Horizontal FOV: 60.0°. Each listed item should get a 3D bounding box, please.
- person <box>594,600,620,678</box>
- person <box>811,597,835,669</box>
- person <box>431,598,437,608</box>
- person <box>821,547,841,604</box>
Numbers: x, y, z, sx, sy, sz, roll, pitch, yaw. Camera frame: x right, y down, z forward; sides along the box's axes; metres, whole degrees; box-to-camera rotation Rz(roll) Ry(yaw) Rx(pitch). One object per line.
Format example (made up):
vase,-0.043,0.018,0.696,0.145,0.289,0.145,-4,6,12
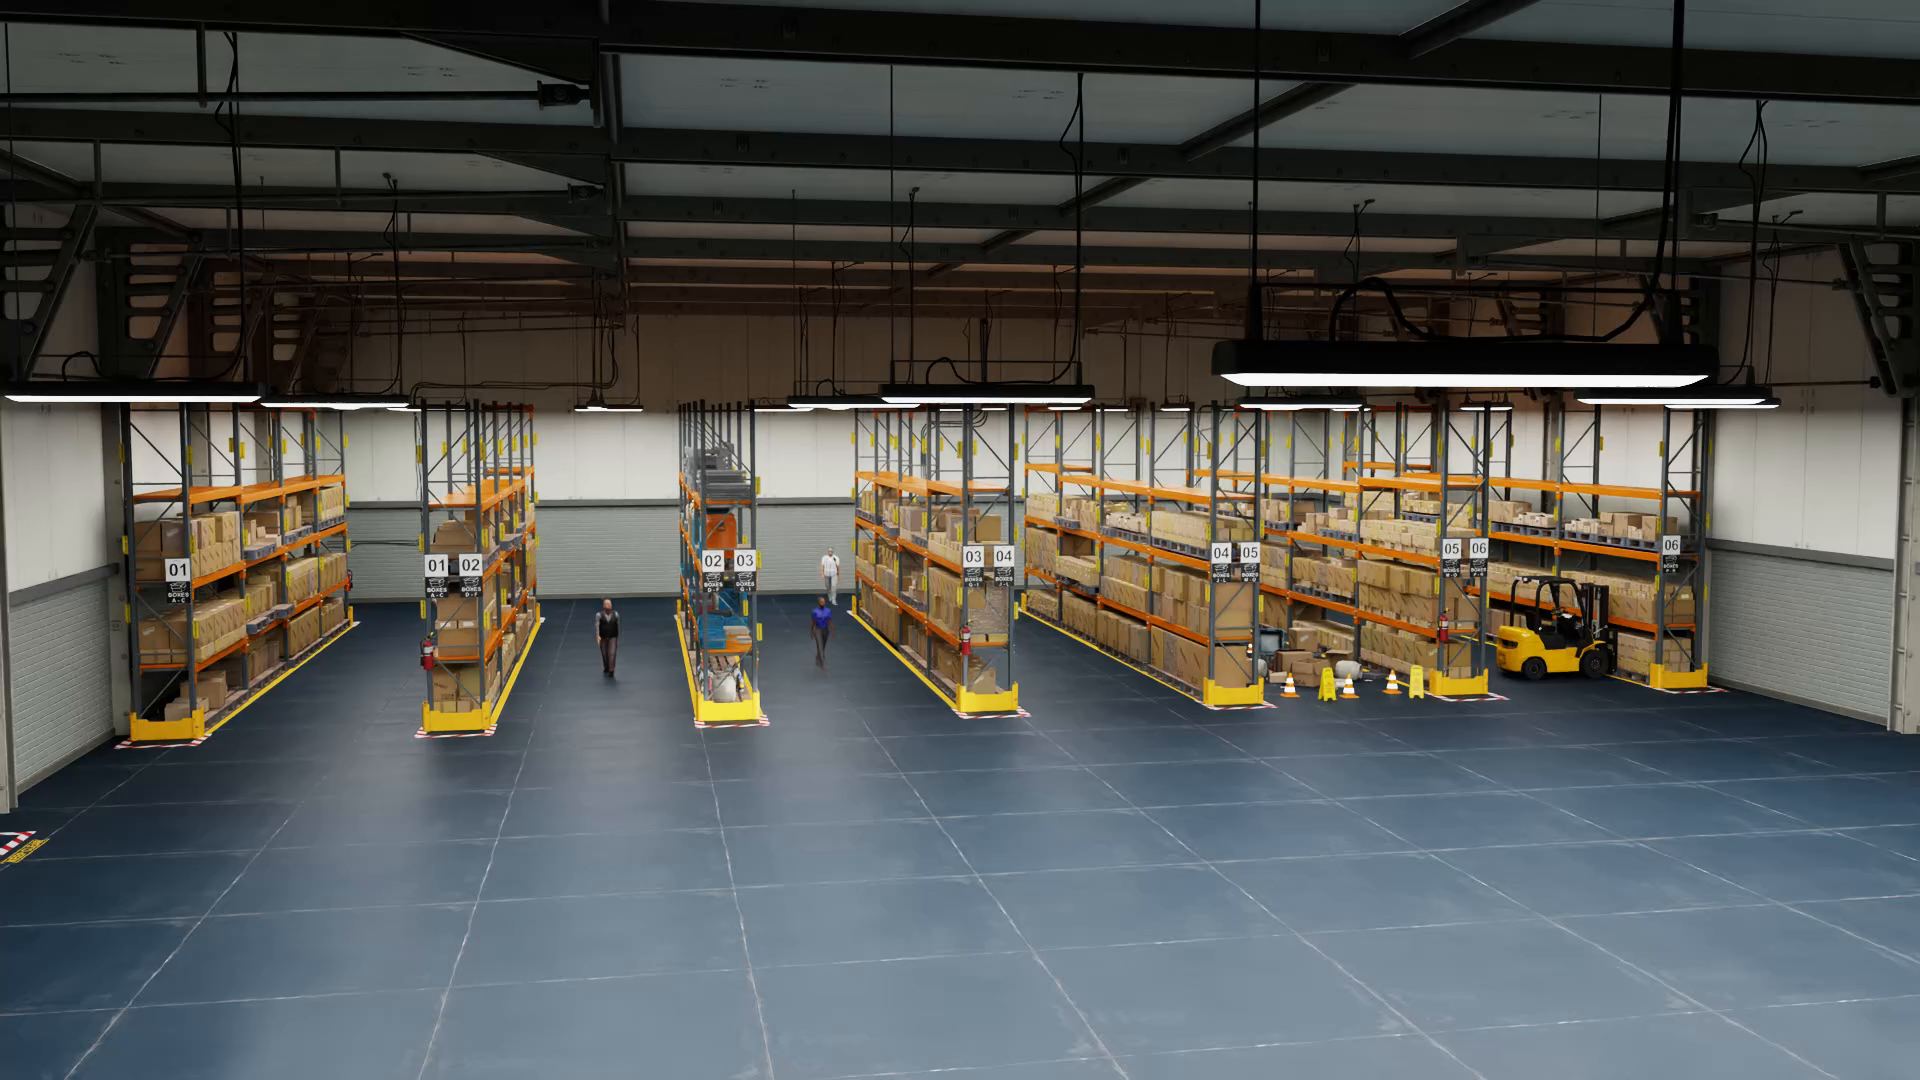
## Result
person,-7.720,2.132,36.308,0.508,1.661,1.069,-1,4,-8
person,-3.102,2.076,37.580,0.461,1.584,1.068,-2,5,-25
person,-13.263,1.727,42.710,0.500,1.514,0.784,0,4,-1
person,-3.934,1.050,50.251,0.566,1.697,1.007,0,4,6
